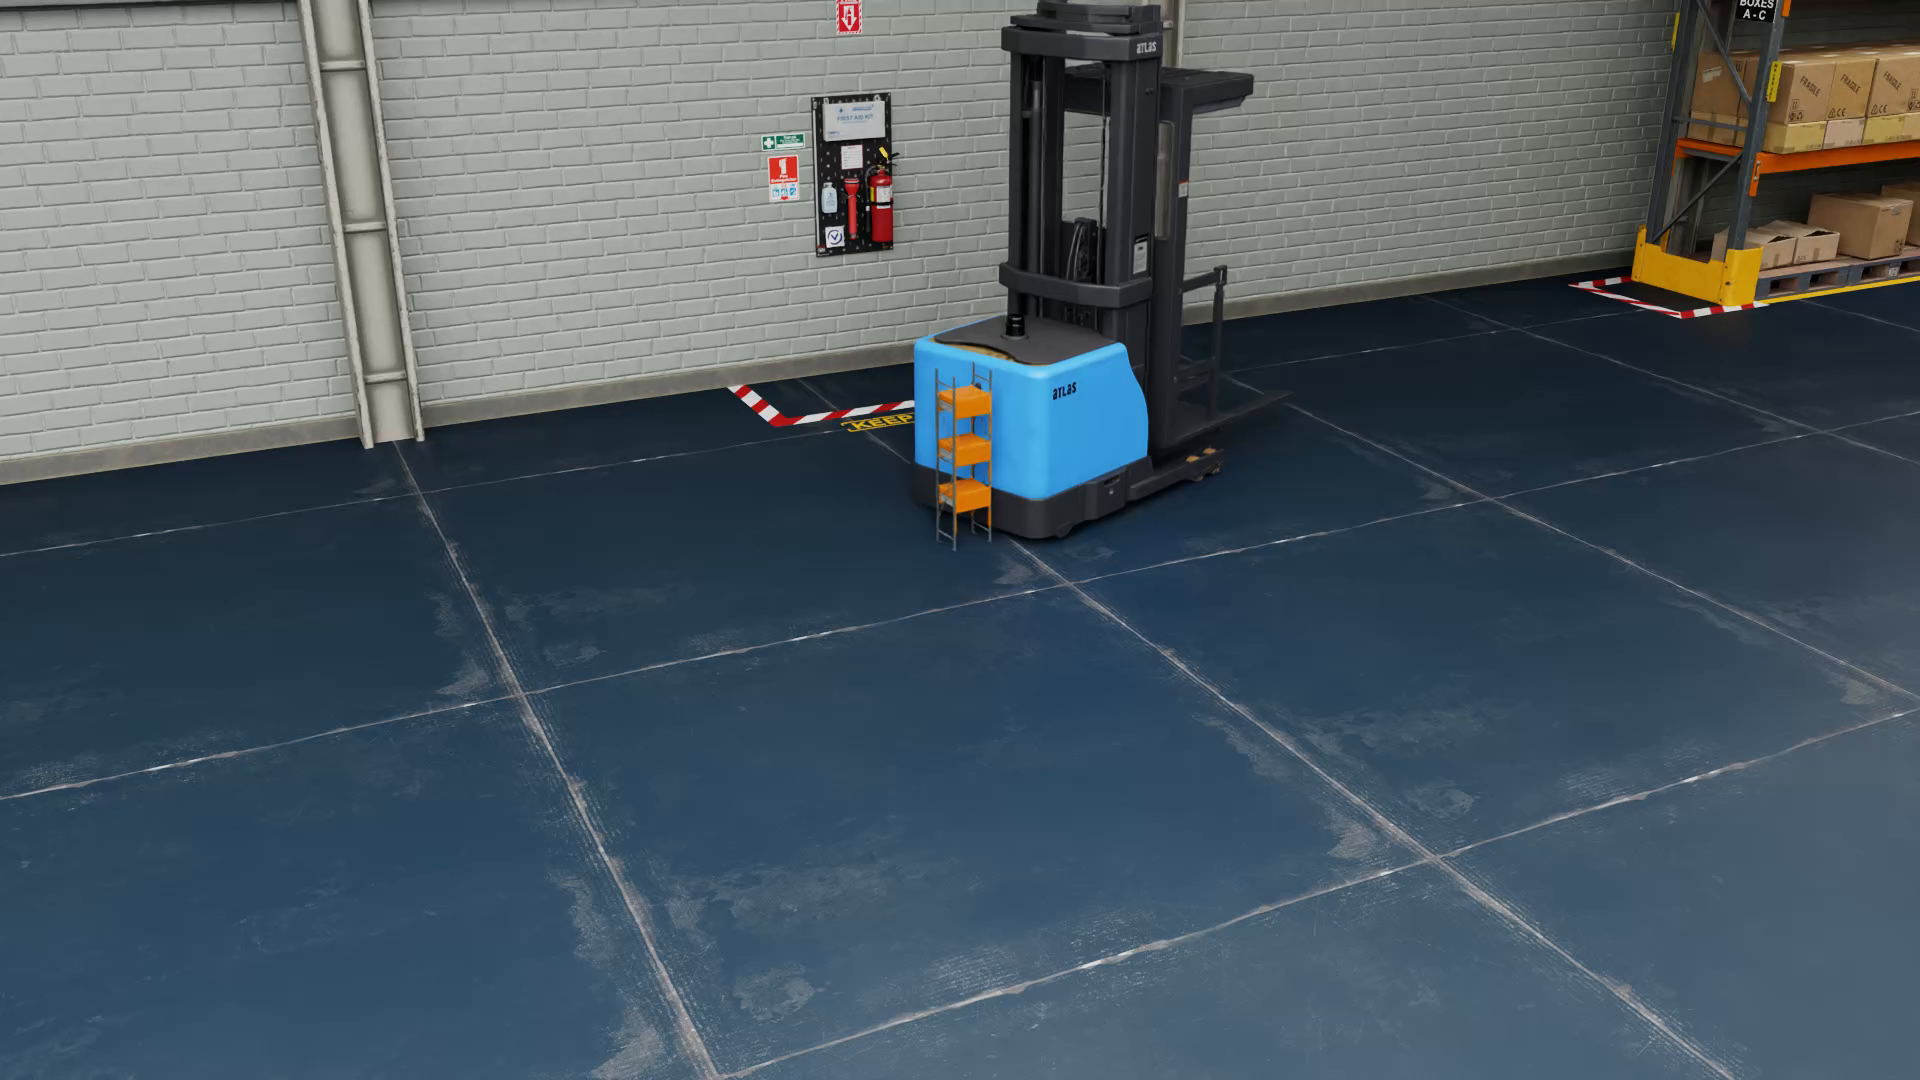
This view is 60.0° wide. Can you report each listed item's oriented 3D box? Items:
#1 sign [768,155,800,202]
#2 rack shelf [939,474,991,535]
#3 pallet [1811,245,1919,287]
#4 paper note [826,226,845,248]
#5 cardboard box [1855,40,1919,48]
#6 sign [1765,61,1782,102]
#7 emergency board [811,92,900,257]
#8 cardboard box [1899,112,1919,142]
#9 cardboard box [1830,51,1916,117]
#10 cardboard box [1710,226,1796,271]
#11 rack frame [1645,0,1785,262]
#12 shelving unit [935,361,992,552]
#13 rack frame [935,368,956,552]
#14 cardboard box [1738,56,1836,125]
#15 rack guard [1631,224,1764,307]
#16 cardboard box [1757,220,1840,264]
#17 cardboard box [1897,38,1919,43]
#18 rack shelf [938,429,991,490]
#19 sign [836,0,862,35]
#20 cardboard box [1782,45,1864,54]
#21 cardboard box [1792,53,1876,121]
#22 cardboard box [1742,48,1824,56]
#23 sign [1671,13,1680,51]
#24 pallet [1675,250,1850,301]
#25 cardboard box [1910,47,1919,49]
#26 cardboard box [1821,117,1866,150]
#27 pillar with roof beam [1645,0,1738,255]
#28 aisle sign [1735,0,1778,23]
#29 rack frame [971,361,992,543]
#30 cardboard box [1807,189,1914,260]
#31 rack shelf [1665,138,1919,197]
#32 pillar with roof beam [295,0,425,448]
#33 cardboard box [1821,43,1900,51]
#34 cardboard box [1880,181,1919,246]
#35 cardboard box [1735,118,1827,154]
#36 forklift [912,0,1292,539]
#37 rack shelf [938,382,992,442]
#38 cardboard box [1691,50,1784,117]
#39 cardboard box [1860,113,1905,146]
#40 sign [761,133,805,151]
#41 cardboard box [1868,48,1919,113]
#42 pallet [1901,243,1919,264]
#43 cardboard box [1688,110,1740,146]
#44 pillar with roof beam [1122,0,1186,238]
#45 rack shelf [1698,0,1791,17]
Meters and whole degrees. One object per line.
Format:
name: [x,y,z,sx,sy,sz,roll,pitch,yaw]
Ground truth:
sign: [-1.291,-2.648,12.179,0.234,0.329,0.001,-10,25,-24]
rack shelf: [0.021,-0.206,9.630,0.240,0.259,0.215,-14,26,-30]
pallet: [8.560,-2.713,16.029,1.213,0.211,1.003,-10,25,-24]
paper note: [-0.937,-2.275,12.477,0.142,0.148,0.016,-10,25,-24]
cardboard box: [8.817,-4.445,15.755,0.500,0.500,0.500,-10,24,-22]
sign: [6.882,-3.879,14.067,0.005,0.325,0.100,-10,25,-24]
emergency board: [-0.748,-2.688,12.322,0.643,1.169,0.194,-10,25,-24]
cardboard box: [8.603,-3.834,15.260,0.500,0.250,0.500,-10,25,-23]
cardboard box: [8.125,-4.090,14.898,0.500,0.500,0.500,-11,25,-25]
cardboard box: [7.309,-2.711,15.317,0.500,0.311,0.500,-14,26,-30]
rack frame: [6.646,-3.666,14.684,0.127,3.000,1.000,-10,25,-24]
shelving unit: [0.021,-0.473,9.520,0.252,1.050,0.215,-14,26,-30]
rack frame: [-0.082,-0.448,9.460,0.008,1.050,0.200,-14,26,-30]
cardboard box: [7.207,-3.928,14.507,0.500,0.500,0.500,-10,25,-24]
rack guard: [6.715,-2.524,15.193,0.348,0.500,1.175,-10,25,-24]
cardboard box: [7.822,-2.805,15.545,0.500,0.311,0.500,-8,24,-19]
cardboard box: [9.269,-4.525,15.950,0.500,0.500,0.500,-11,25,-24]
rack shelf: [0.021,-0.463,9.524,0.240,0.259,0.215,-14,26,-30]
sign: [-0.798,-3.792,11.958,0.199,0.298,0.001,-10,25,-24]
cardboard box: [7.901,-4.271,15.336,0.500,0.500,0.500,-11,25,-25]
cardboard box: [7.656,-4.006,14.696,0.500,0.500,0.500,-10,25,-23]
cardboard box: [7.437,-4.184,15.125,0.500,0.500,0.500,-10,25,-23]
sign: [6.423,-4.541,14.872,0.005,0.325,0.100,-10,25,-24]
pallet: [7.462,-2.513,15.544,1.213,0.211,1.003,-10,25,-24]
cardboard box: [9.053,-4.266,15.324,0.500,0.500,0.500,-11,25,-25]
cardboard box: [7.685,-3.668,14.860,0.500,0.250,0.500,-11,25,-25]
pillar with roof beam: [8.769,-5.368,10.953,0.400,9.000,9.100,-10,25,-24]
aisle sign: [6.711,-4.752,13.908,0.004,0.787,0.394,-10,25,-24]
rack frame: [0.124,-0.498,9.580,0.008,1.050,0.200,-14,26,-30]
cardboard box: [8.505,-2.997,15.761,0.500,0.500,0.700,-12,25,-27]
rack shelf: [8.448,-3.665,15.623,4.000,0.370,1.077,-10,25,-24]
pillar with roof beam: [-2.044,-3.378,6.145,0.400,9.000,9.100,-10,25,-24]
cardboard box: [8.354,-4.355,15.537,0.500,0.500,0.500,-10,25,-23]
cardboard box: [9.333,-3.192,16.232,0.500,0.500,0.500,-12,26,-28]
cardboard box: [7.224,-3.577,14.640,0.500,0.250,0.500,-11,25,-25]
forklift: [1.070,-1.842,10.367,1.130,2.935,3.031,19,29,38]
rack shelf: [0.021,-0.725,9.415,0.240,0.259,0.215,-14,26,-30]
cardboard box: [6.979,-4.104,14.931,0.500,0.500,0.500,-11,25,-24]
cardboard box: [8.147,-3.751,15.059,0.500,0.250,0.500,-11,25,-24]
sign: [-1.283,-2.891,12.072,0.331,0.109,0.001,-10,25,-24]
cardboard box: [8.585,-4.180,15.115,0.500,0.500,0.500,-10,24,-22]
pallet: [9.661,-2.917,16.522,1.213,0.211,1.003,-10,25,-24]
cardboard box: [6.983,-3.750,15.058,0.500,0.250,0.500,-10,25,-23]
pillar with roof beam: [3.362,-4.373,8.549,0.400,9.000,9.100,-10,25,-24]
rack shelf: [8.448,-5.051,15.049,4.000,0.370,1.077,-10,25,-24]
